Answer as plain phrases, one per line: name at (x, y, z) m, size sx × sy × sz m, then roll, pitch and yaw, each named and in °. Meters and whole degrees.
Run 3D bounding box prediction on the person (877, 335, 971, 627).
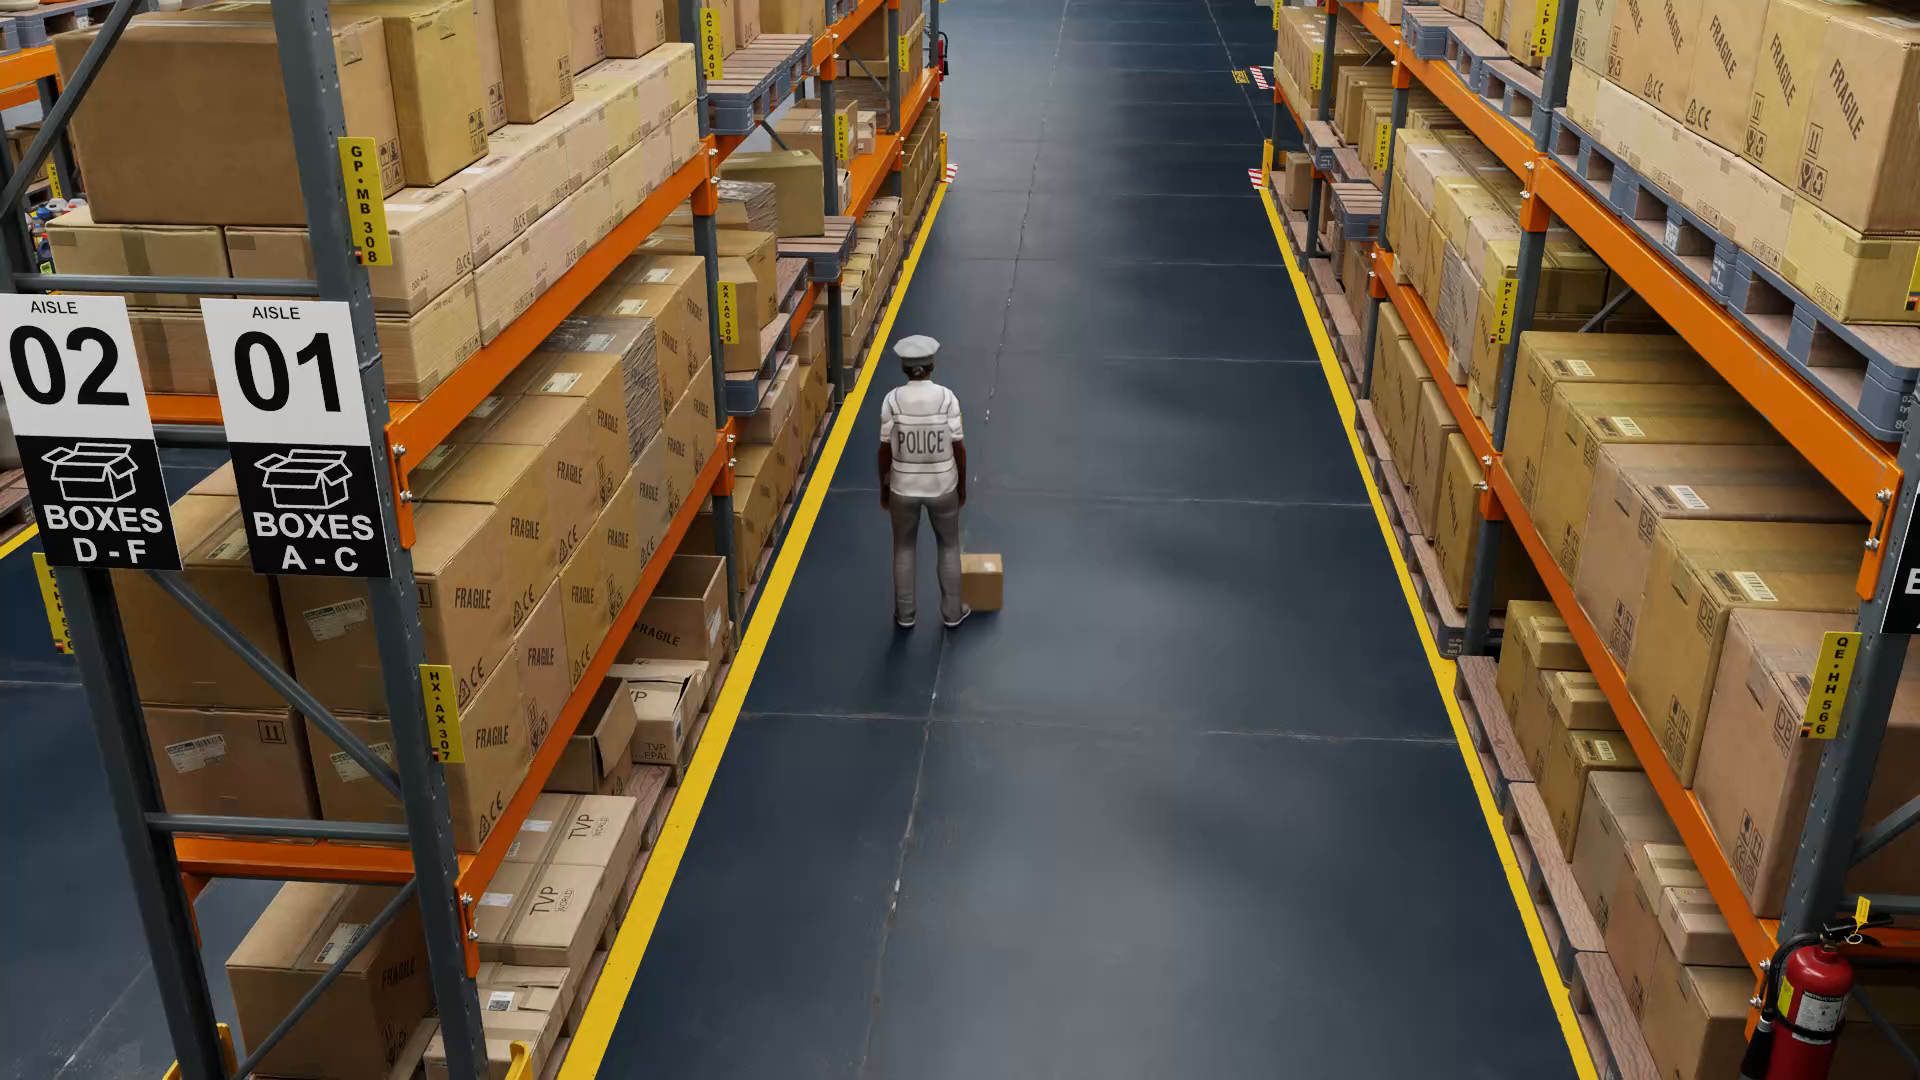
person at (-0.196, -0.291, 9.243) m, size 0.516 × 1.656 × 0.396 m, roll 0°, pitch 25°, yaw 0°
